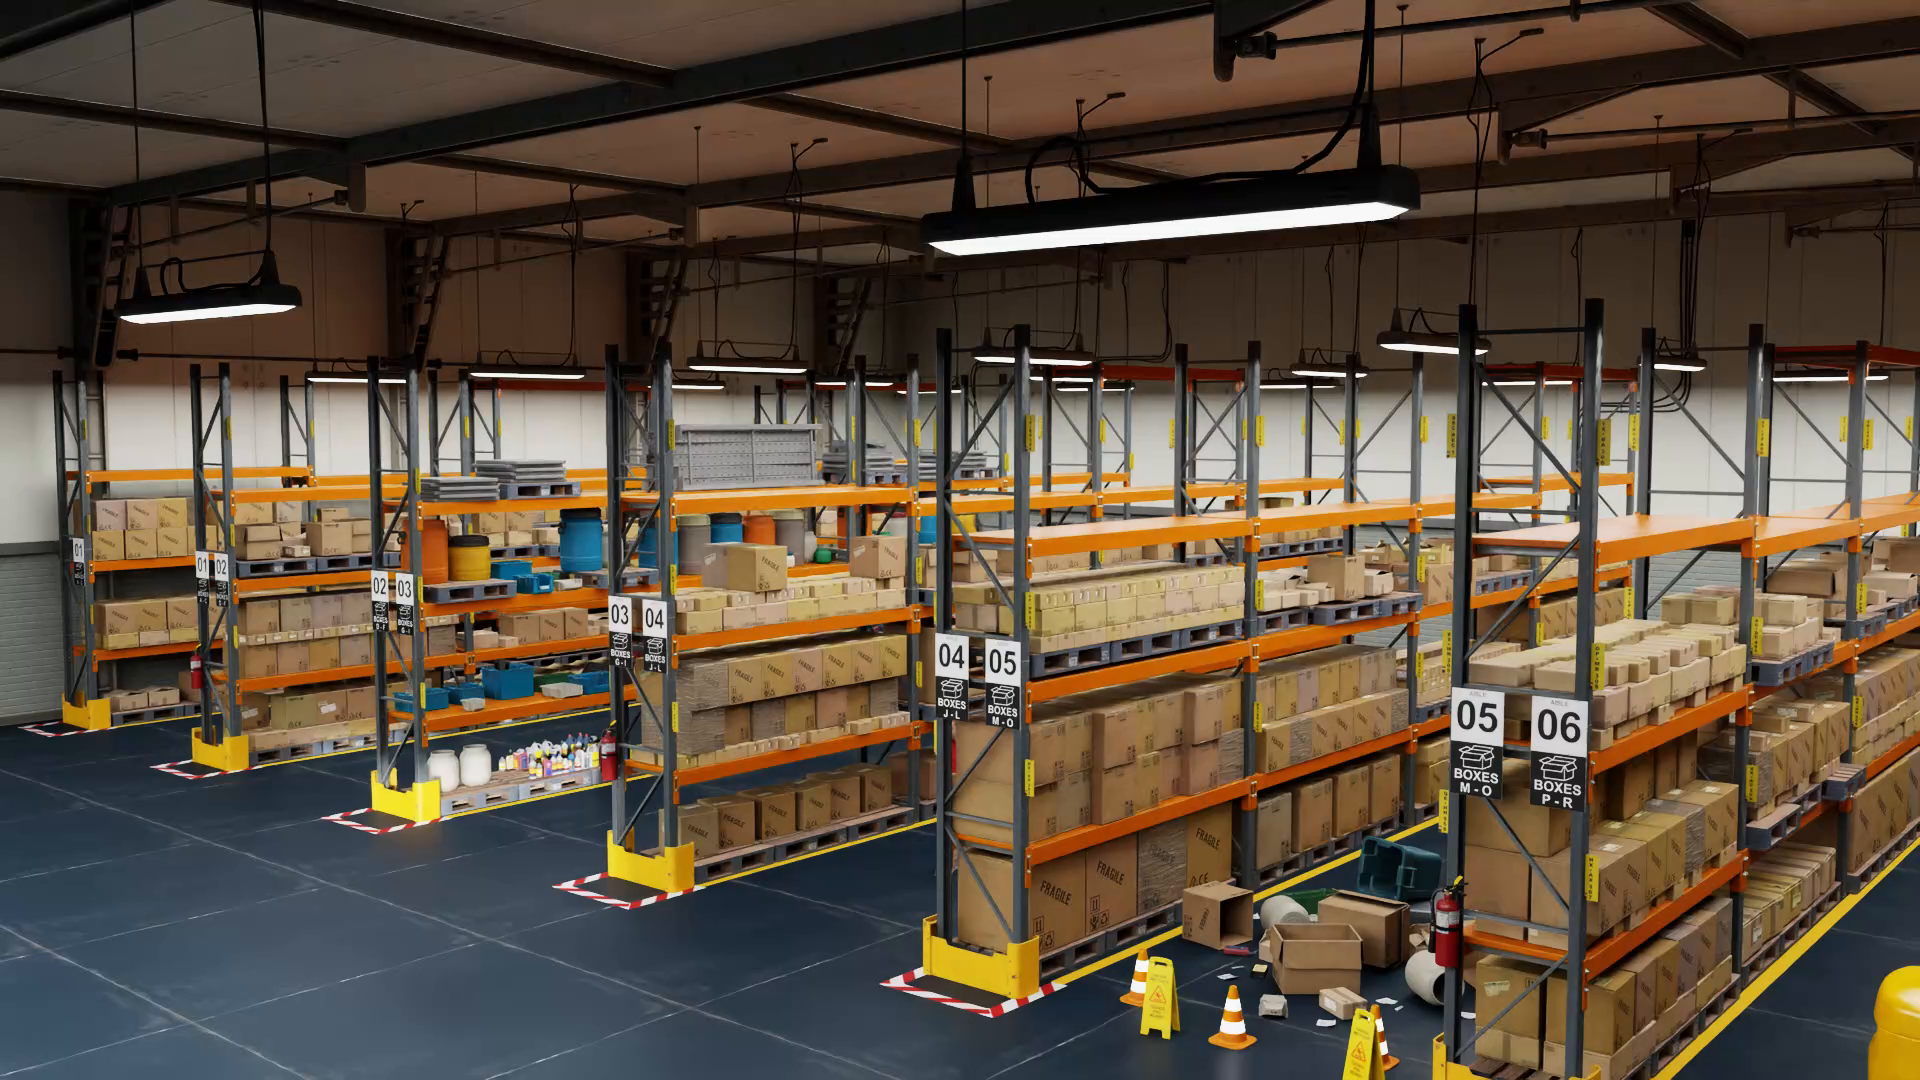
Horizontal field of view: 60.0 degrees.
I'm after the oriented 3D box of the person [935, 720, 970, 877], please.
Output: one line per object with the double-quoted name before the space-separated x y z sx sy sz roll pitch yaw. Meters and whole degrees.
"person" -0.087 2.925 19.150 0.661 1.732 0.649 -2 5 -24
